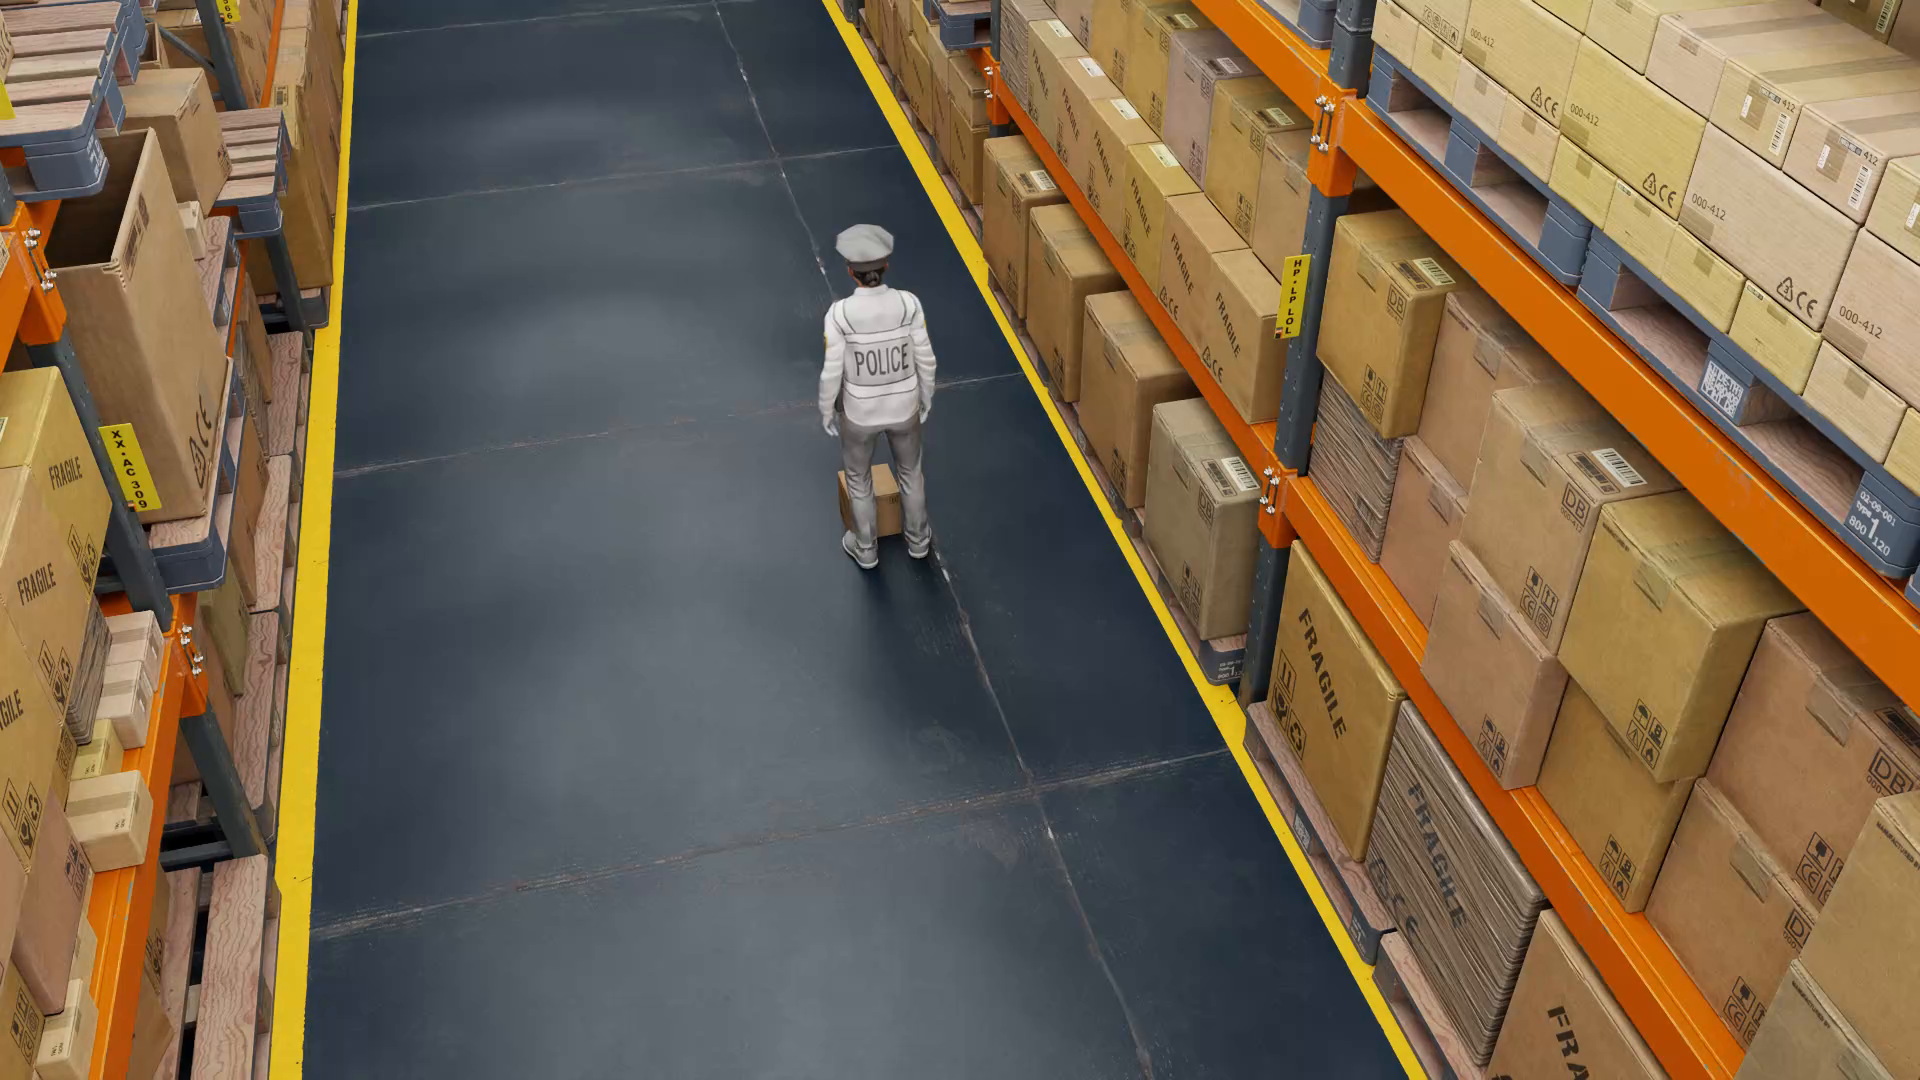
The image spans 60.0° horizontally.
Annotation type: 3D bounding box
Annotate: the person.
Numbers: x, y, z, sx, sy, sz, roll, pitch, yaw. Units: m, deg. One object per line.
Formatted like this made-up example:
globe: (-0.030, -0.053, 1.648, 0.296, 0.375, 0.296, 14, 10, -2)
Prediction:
person: (-0.367, -0.595, 7.461, 0.528, 1.664, 0.373, -9, 39, -12)
